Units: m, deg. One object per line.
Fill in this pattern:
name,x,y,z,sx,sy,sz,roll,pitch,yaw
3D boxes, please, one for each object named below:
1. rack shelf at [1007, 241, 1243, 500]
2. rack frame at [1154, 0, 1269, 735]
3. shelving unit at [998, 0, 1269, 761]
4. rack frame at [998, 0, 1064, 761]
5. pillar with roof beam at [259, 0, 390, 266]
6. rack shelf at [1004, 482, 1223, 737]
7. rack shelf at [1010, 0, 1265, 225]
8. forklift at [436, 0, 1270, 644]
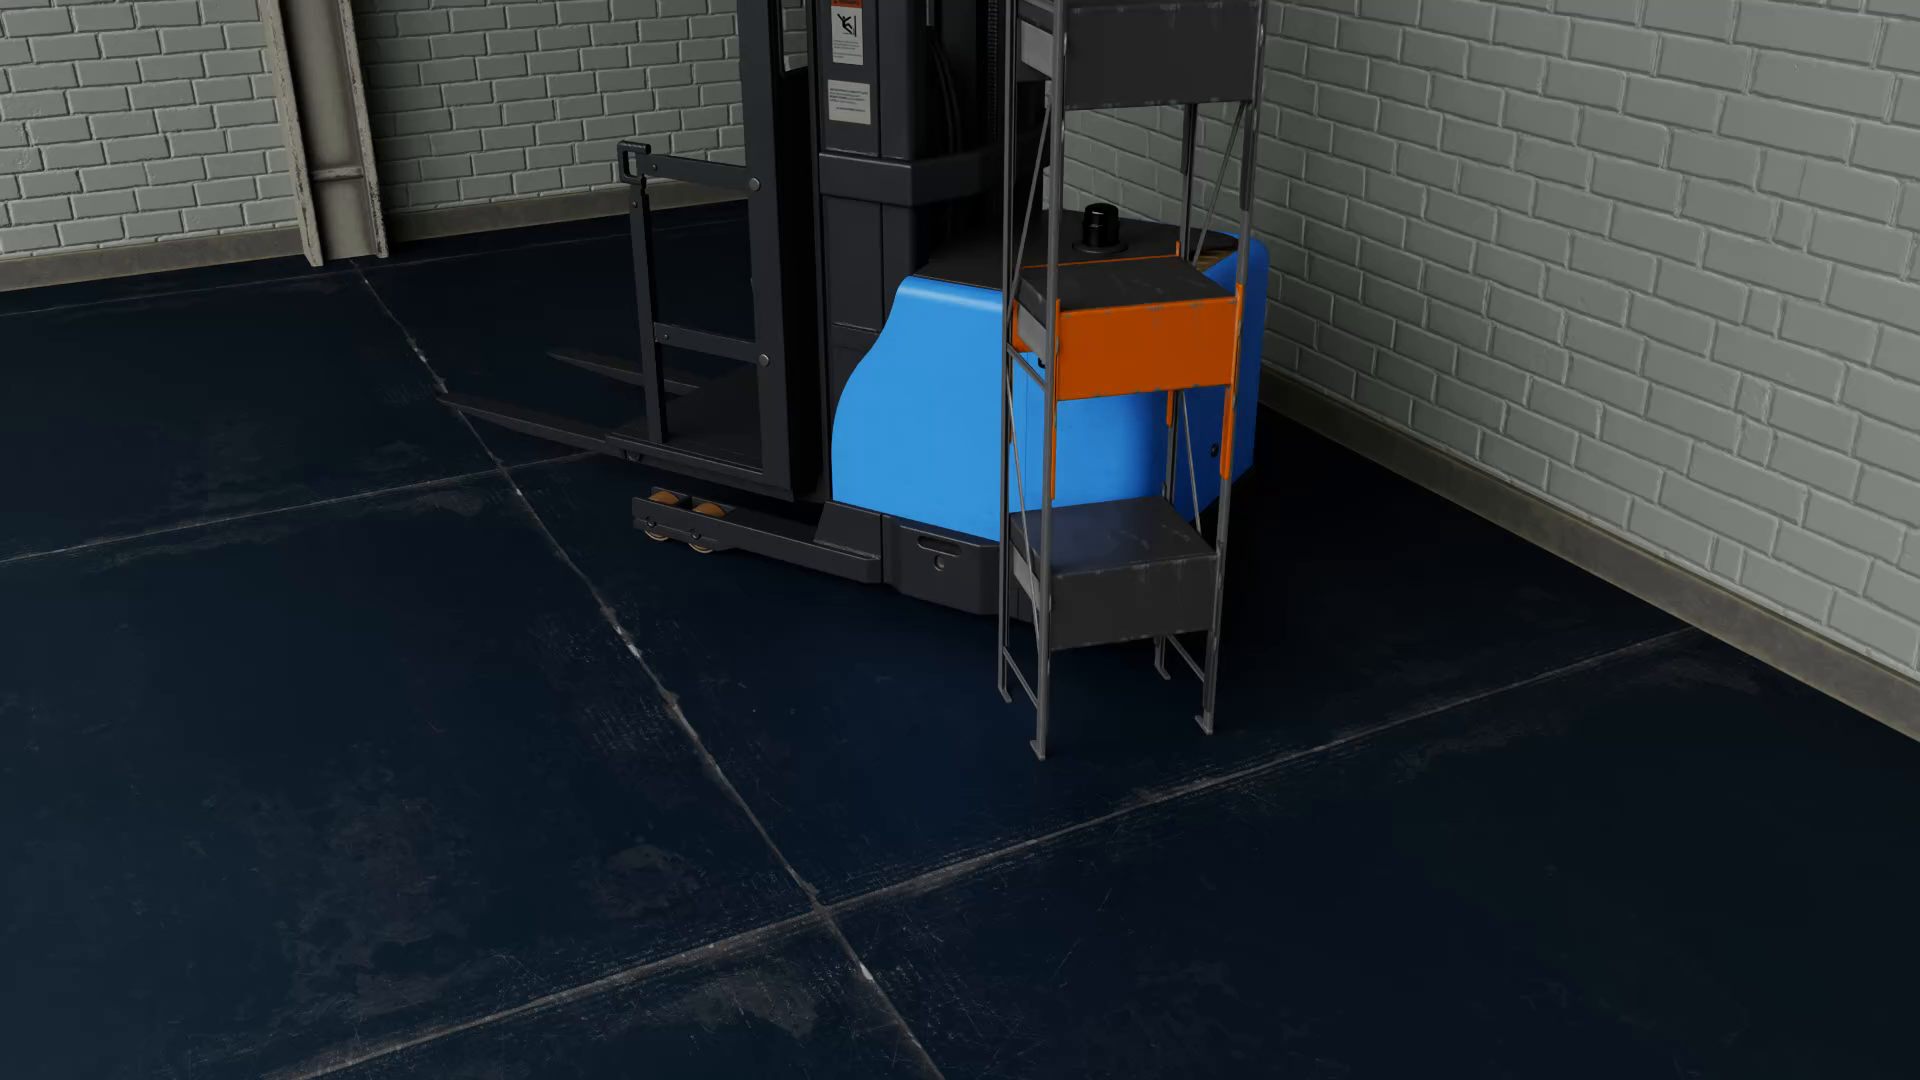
rack shelf,0.406,-0.448,4.288,0.480,0.518,0.431,-7,26,-14
rack frame,0.641,-0.488,4.341,0.015,2.100,0.400,-7,26,-14
shelving unit,0.406,-0.460,4.282,0.503,2.100,0.431,-7,26,-14
rack frame,0.171,-0.432,4.224,0.015,2.100,0.400,-7,26,-14
pillar with roof beam,-1.276,-3.949,3.579,0.400,9.000,9.100,-13,29,-25
rack shelf,0.406,0.183,4.591,0.480,0.518,0.431,-7,26,-14
rack shelf,0.406,-1.079,3.985,0.480,0.518,0.431,-7,26,-14
forklift,-0.537,-1.458,5.400,3.031,2.935,1.130,14,29,27
